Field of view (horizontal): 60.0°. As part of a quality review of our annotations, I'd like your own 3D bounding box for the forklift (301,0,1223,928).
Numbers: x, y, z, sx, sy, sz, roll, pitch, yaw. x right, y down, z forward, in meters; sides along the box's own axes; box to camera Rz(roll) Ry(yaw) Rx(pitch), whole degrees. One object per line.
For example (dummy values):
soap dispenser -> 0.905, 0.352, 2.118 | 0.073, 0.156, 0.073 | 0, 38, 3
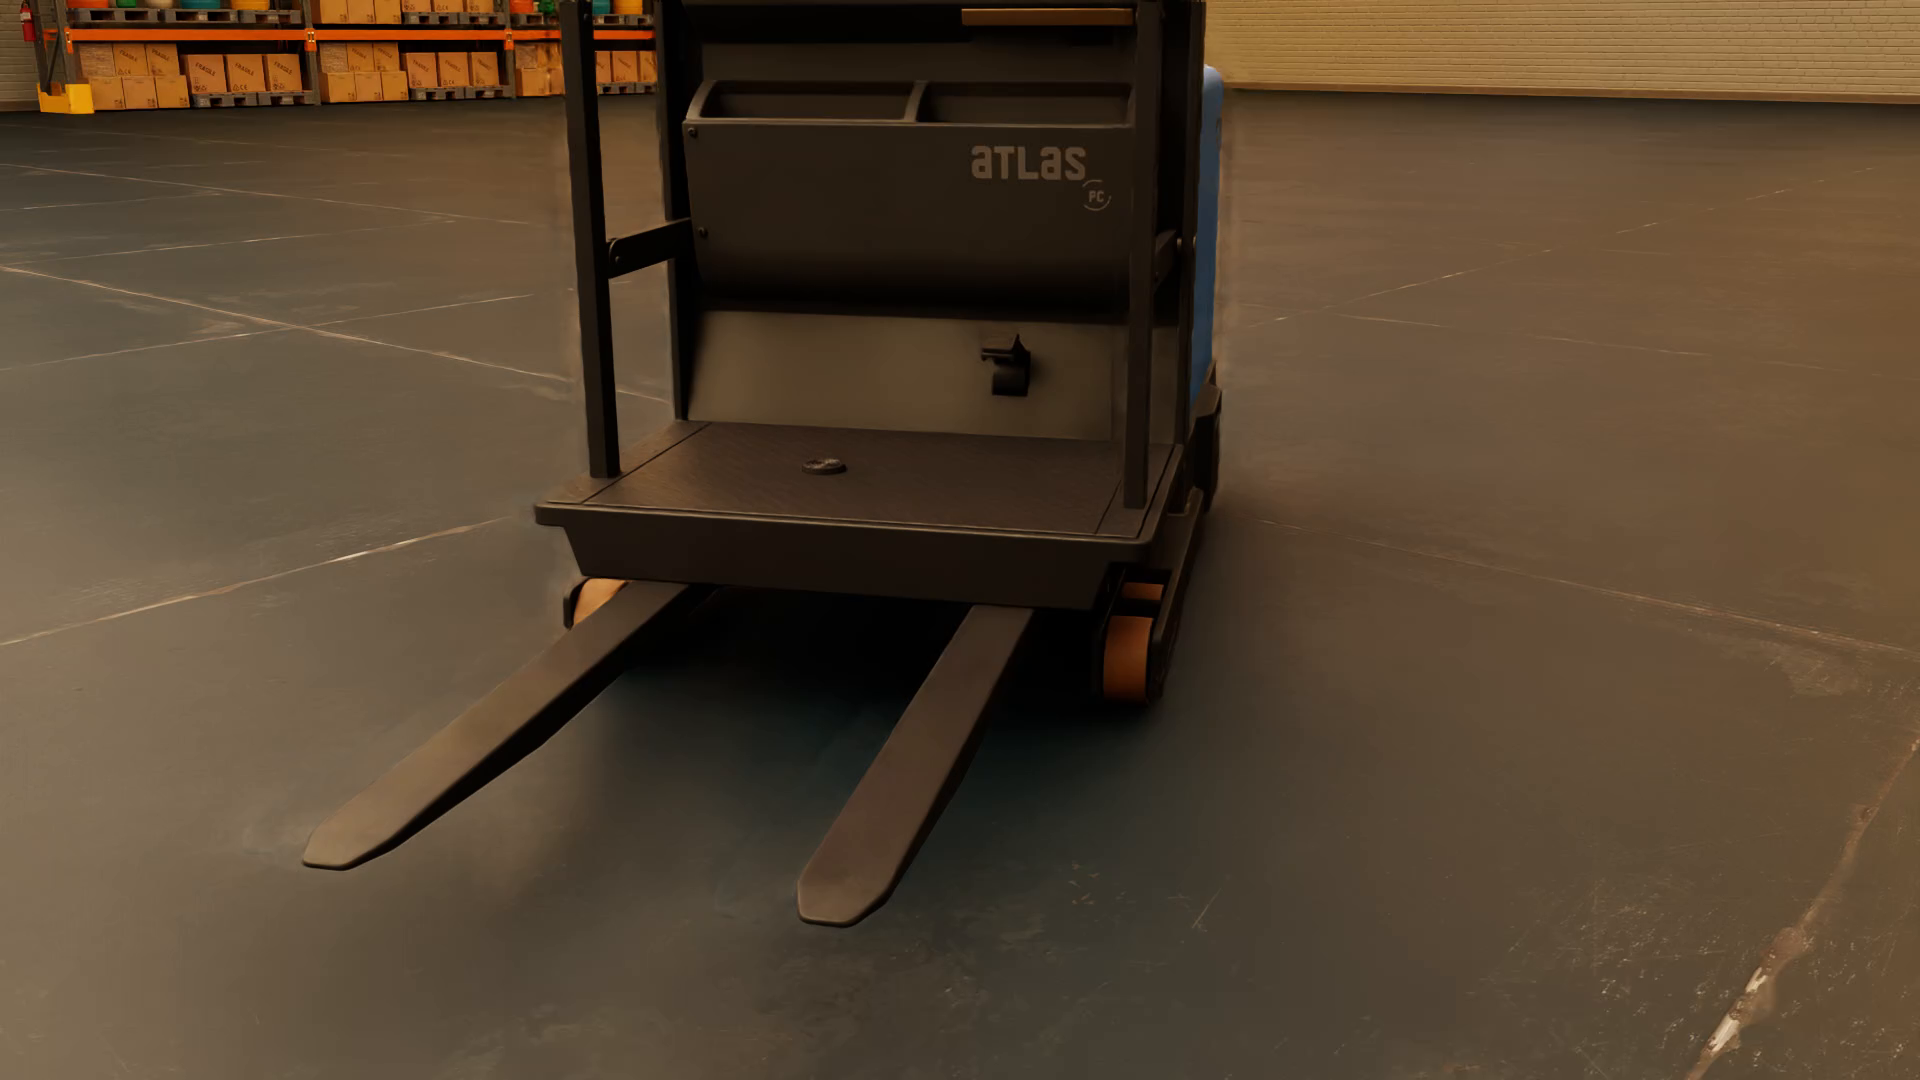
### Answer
forklift -> -0.123, -1.223, 2.926 | 1.130, 2.935, 3.031 | 4, 17, 12
